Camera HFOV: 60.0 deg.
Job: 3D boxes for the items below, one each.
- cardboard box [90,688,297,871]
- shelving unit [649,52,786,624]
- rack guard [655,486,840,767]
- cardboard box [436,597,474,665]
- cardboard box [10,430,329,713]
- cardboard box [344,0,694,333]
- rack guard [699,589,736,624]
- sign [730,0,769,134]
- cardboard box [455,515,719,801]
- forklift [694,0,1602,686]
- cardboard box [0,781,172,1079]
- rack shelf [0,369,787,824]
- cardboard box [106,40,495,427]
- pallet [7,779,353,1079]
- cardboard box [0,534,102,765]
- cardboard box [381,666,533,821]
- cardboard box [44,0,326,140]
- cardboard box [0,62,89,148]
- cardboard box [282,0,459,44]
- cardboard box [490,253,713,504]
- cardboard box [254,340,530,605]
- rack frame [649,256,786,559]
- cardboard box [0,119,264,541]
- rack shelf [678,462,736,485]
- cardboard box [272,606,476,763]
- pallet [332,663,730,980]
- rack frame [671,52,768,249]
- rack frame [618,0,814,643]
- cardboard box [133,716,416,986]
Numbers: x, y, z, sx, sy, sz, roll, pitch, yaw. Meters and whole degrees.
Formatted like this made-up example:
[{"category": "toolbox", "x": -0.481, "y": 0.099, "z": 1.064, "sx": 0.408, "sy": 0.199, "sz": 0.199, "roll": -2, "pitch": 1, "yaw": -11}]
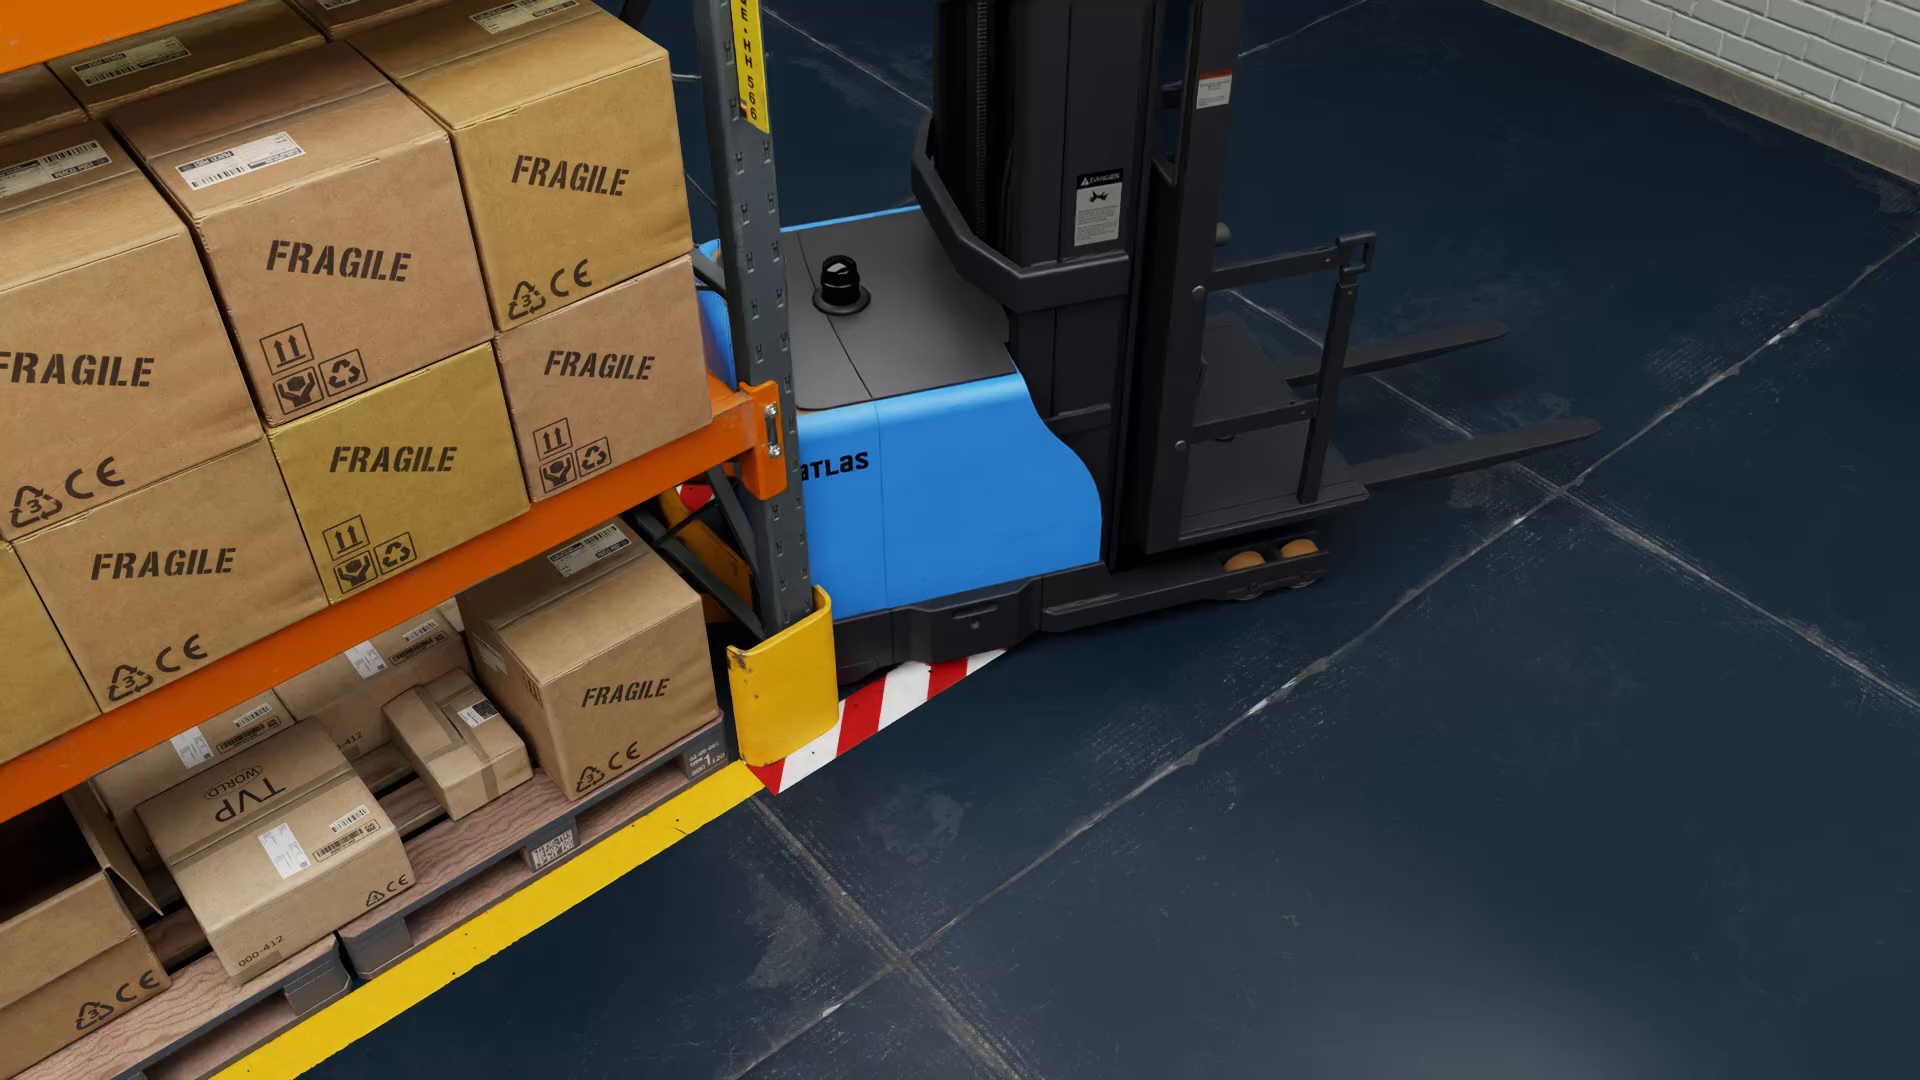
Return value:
[{"category": "cardboard box", "x": -2.162, "y": 0.566, "z": 4.643, "sx": 0.500, "sy": 0.250, "sz": 0.500, "roll": -30, "pitch": 51, "yaw": -28}, {"category": "shelving unit", "x": -0.892, "y": -0.621, "z": 5.267, "sx": 0.587, "sy": 1.500, "sz": 1.083, "roll": 1, "pitch": 47, "yaw": -12}, {"category": "rack guard", "x": -0.854, "y": 0.140, "z": 5.236, "sx": 0.348, "sy": 0.500, "sz": 1.175, "roll": -30, "pitch": 51, "yaw": -28}, {"category": "cardboard box", "x": -1.529, "y": 0.181, "z": 5.114, "sx": 0.250, "sy": 0.166, "sz": 0.380, "roll": -30, "pitch": 51, "yaw": -28}, {"category": "cardboard box", "x": -1.746, "y": -0.056, "z": 3.545, "sx": 0.500, "sy": 0.500, "sz": 0.500, "roll": -29, "pitch": 51, "yaw": -28}, {"category": "cardboard box", "x": -0.961, "y": -0.866, "z": 3.677, "sx": 0.500, "sy": 0.500, "sz": 0.500, "roll": -30, "pitch": 51, "yaw": -28}, {"category": "rack guard", "x": -0.929, "y": 0.169, "z": 5.382, "sx": 0.587, "sy": 0.250, "sz": 0.087, "roll": 1, "pitch": 47, "yaw": -12}, {"category": "sign", "x": -0.455, "y": -1.042, "z": 3.591, "sx": 0.005, "sy": 0.325, "sz": 0.100, "roll": -30, "pitch": 51, "yaw": -28}, {"category": "cardboard box", "x": -1.055, "y": 0.314, "z": 4.729, "sx": 0.500, "sy": 0.500, "sz": 0.500, "roll": -30, "pitch": 51, "yaw": -28}, {"category": "forklift", "x": 0.715, "y": -1.202, "z": 4.889, "sx": 3.031, "sy": 2.935, "sz": 1.130, "roll": -12, "pitch": 45, "yaw": -13}, {"category": "cardboard box", "x": -2.426, "y": 0.874, "z": 4.131, "sx": 0.637, "sy": 0.503, "sz": 0.797, "roll": -30, "pitch": 51, "yaw": -28}, {"category": "rack shelf", "x": -2.330, "y": 0.336, "z": 3.727, "sx": 4.000, "sy": 0.370, "sz": 1.077, "roll": -30, "pitch": 51, "yaw": -28}, {"category": "cardboard box", "x": -1.348, "y": -0.643, "z": 3.441, "sx": 0.500, "sy": 0.500, "sz": 0.500, "roll": -28, "pitch": 50, "yaw": -27}, {"category": "pallet", "x": -2.400, "y": 1.129, "z": 4.394, "sx": 1.213, "sy": 0.211, "sz": 1.003, "roll": -30, "pitch": 51, "yaw": -28}, {"category": "cardboard box", "x": -2.133, "y": 0.166, "z": 3.309, "sx": 0.500, "sy": 0.500, "sz": 0.500, "roll": -31, "pitch": 51, "yaw": -28}, {"category": "cardboard box", "x": -1.423, "y": 0.567, "z": 4.704, "sx": 0.250, "sy": 0.166, "sz": 0.380, "roll": -30, "pitch": 51, "yaw": -28}, {"category": "cardboard box", "x": -1.701, "y": -0.916, "z": 3.730, "sx": 0.500, "sy": 0.500, "sz": 0.500, "roll": -29, "pitch": 51, "yaw": -27}, {"category": "cardboard box", "x": -2.088, "y": -0.698, "z": 3.499, "sx": 0.500, "sy": 0.500, "sz": 0.500, "roll": -29, "pitch": 50, "yaw": -27}, {"category": "cardboard box", "x": -1.305, "y": -1.149, "z": 3.979, "sx": 0.500, "sy": 0.500, "sz": 0.500, "roll": -28, "pitch": 50, "yaw": -27}, {"category": "cardboard box", "x": -0.965, "y": -0.501, "z": 4.020, "sx": 0.500, "sy": 0.500, "sz": 0.500, "roll": -28, "pitch": 50, "yaw": -27}, {"category": "cardboard box", "x": -1.360, "y": -0.272, "z": 3.775, "sx": 0.500, "sy": 0.500, "sz": 0.500, "roll": -29, "pitch": 51, "yaw": -28}, {"category": "rack frame", "x": -0.828, "y": -0.241, "z": 4.922, "sx": 0.500, "sy": 1.500, "sz": 0.032, "roll": 1, "pitch": 47, "yaw": -12}, {"category": "cardboard box", "x": -1.742, "y": -0.413, "z": 3.195, "sx": 0.500, "sy": 0.500, "sz": 0.500, "roll": -28, "pitch": 50, "yaw": -27}, {"category": "rack shelf", "x": -0.919, "y": -0.492, "z": 5.390, "sx": 0.538, "sy": 0.185, "sz": 1.000, "roll": 1, "pitch": 47, "yaw": -12}, {"category": "cardboard box", "x": -1.778, "y": 0.347, "z": 4.877, "sx": 0.500, "sy": 0.250, "sz": 0.500, "roll": -30, "pitch": 51, "yaw": -28}, {"category": "pallet", "x": -1.465, "y": 0.596, "z": 4.962, "sx": 1.213, "sy": 0.211, "sz": 1.003, "roll": -30, "pitch": 51, "yaw": -28}, {"category": "rack frame", "x": -0.954, "y": -0.987, "z": 5.601, "sx": 0.500, "sy": 1.500, "sz": 0.032, "roll": 1, "pitch": 47, "yaw": -12}, {"category": "rack frame", "x": -0.796, "y": -0.805, "z": 4.416, "sx": 0.127, "sy": 3.000, "sz": 1.000, "roll": -30, "pitch": 51, "yaw": -28}, {"category": "cardboard box", "x": -1.803, "y": 0.807, "z": 4.387, "sx": 0.500, "sy": 0.250, "sz": 0.500, "roll": -30, "pitch": 51, "yaw": -28}]
